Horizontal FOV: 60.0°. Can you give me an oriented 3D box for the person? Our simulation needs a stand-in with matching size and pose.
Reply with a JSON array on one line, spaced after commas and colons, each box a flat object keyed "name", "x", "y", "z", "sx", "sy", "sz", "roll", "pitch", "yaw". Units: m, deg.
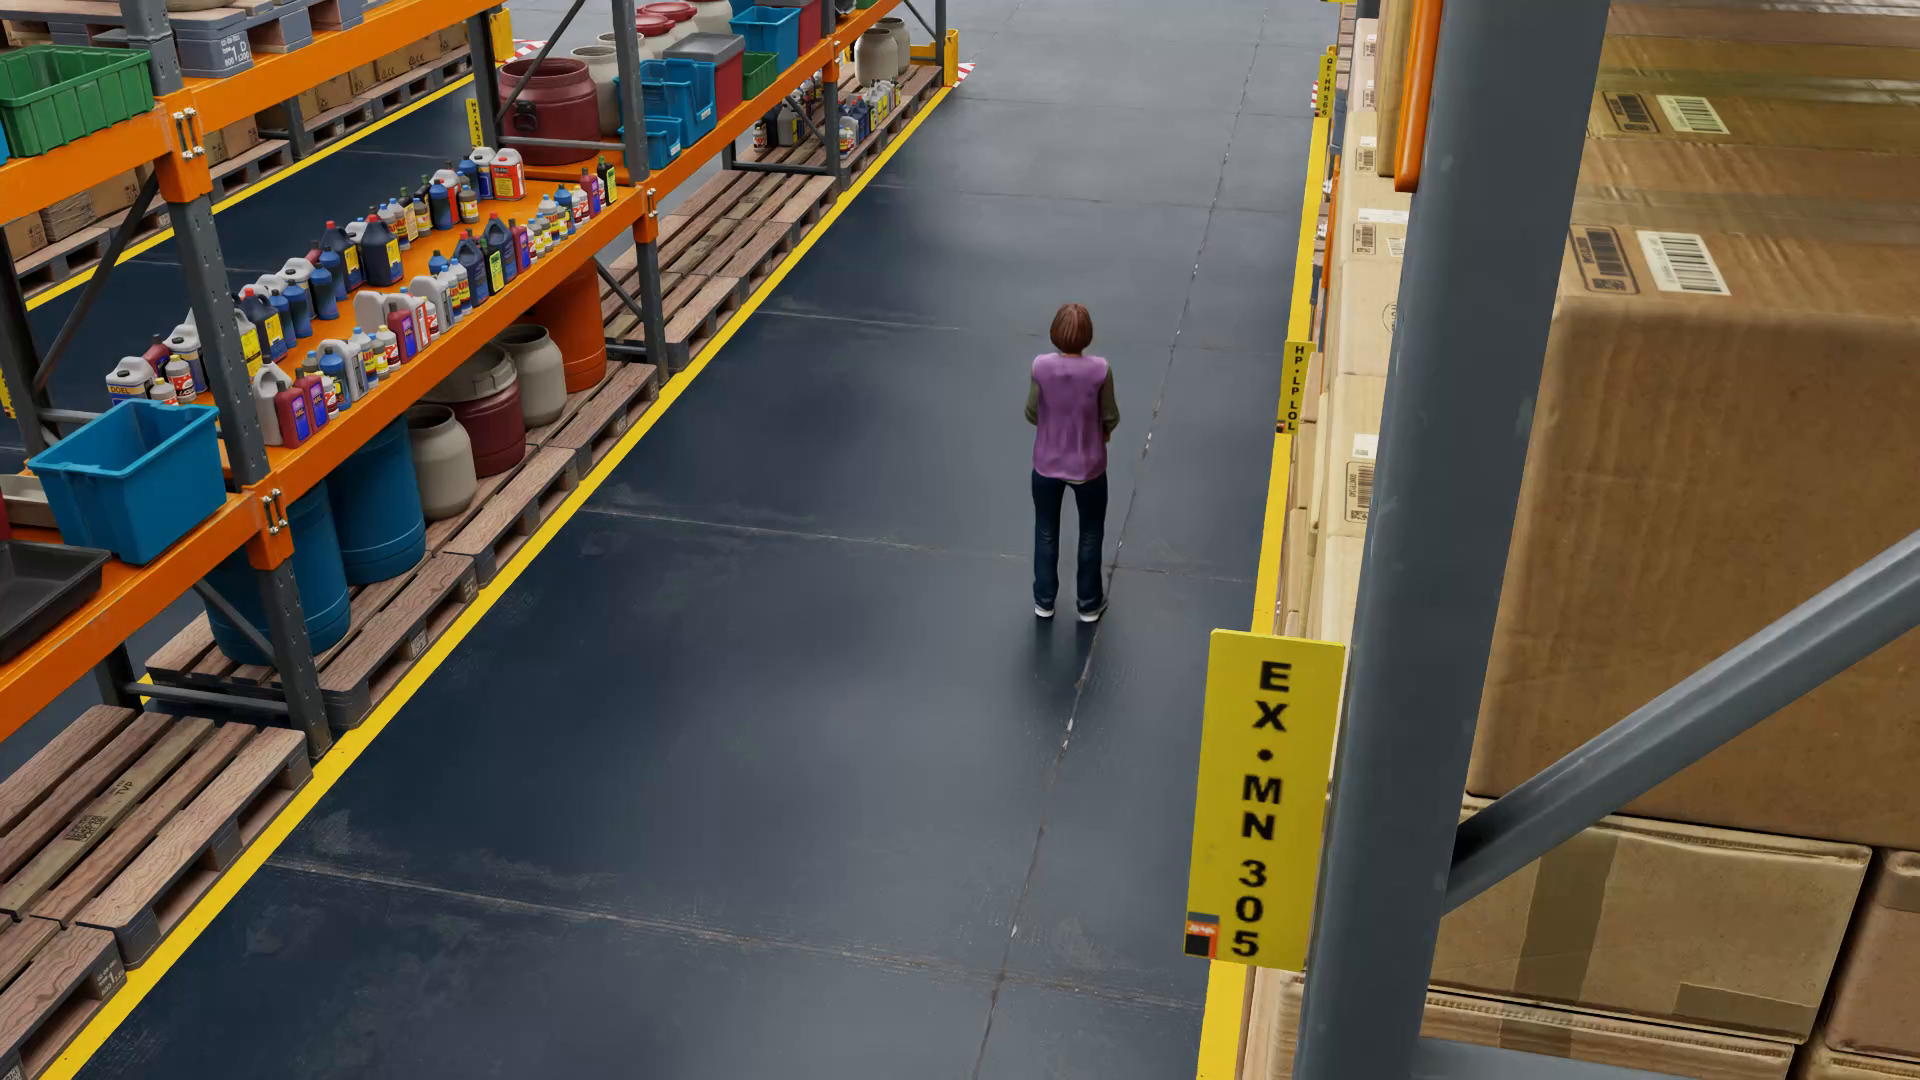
[{"name": "person", "x": 0.513, "y": -0.246, "z": 7.822, "sx": 0.442, "sy": 1.354, "sz": 0.325, "roll": 6, "pitch": 30, "yaw": 10}]
